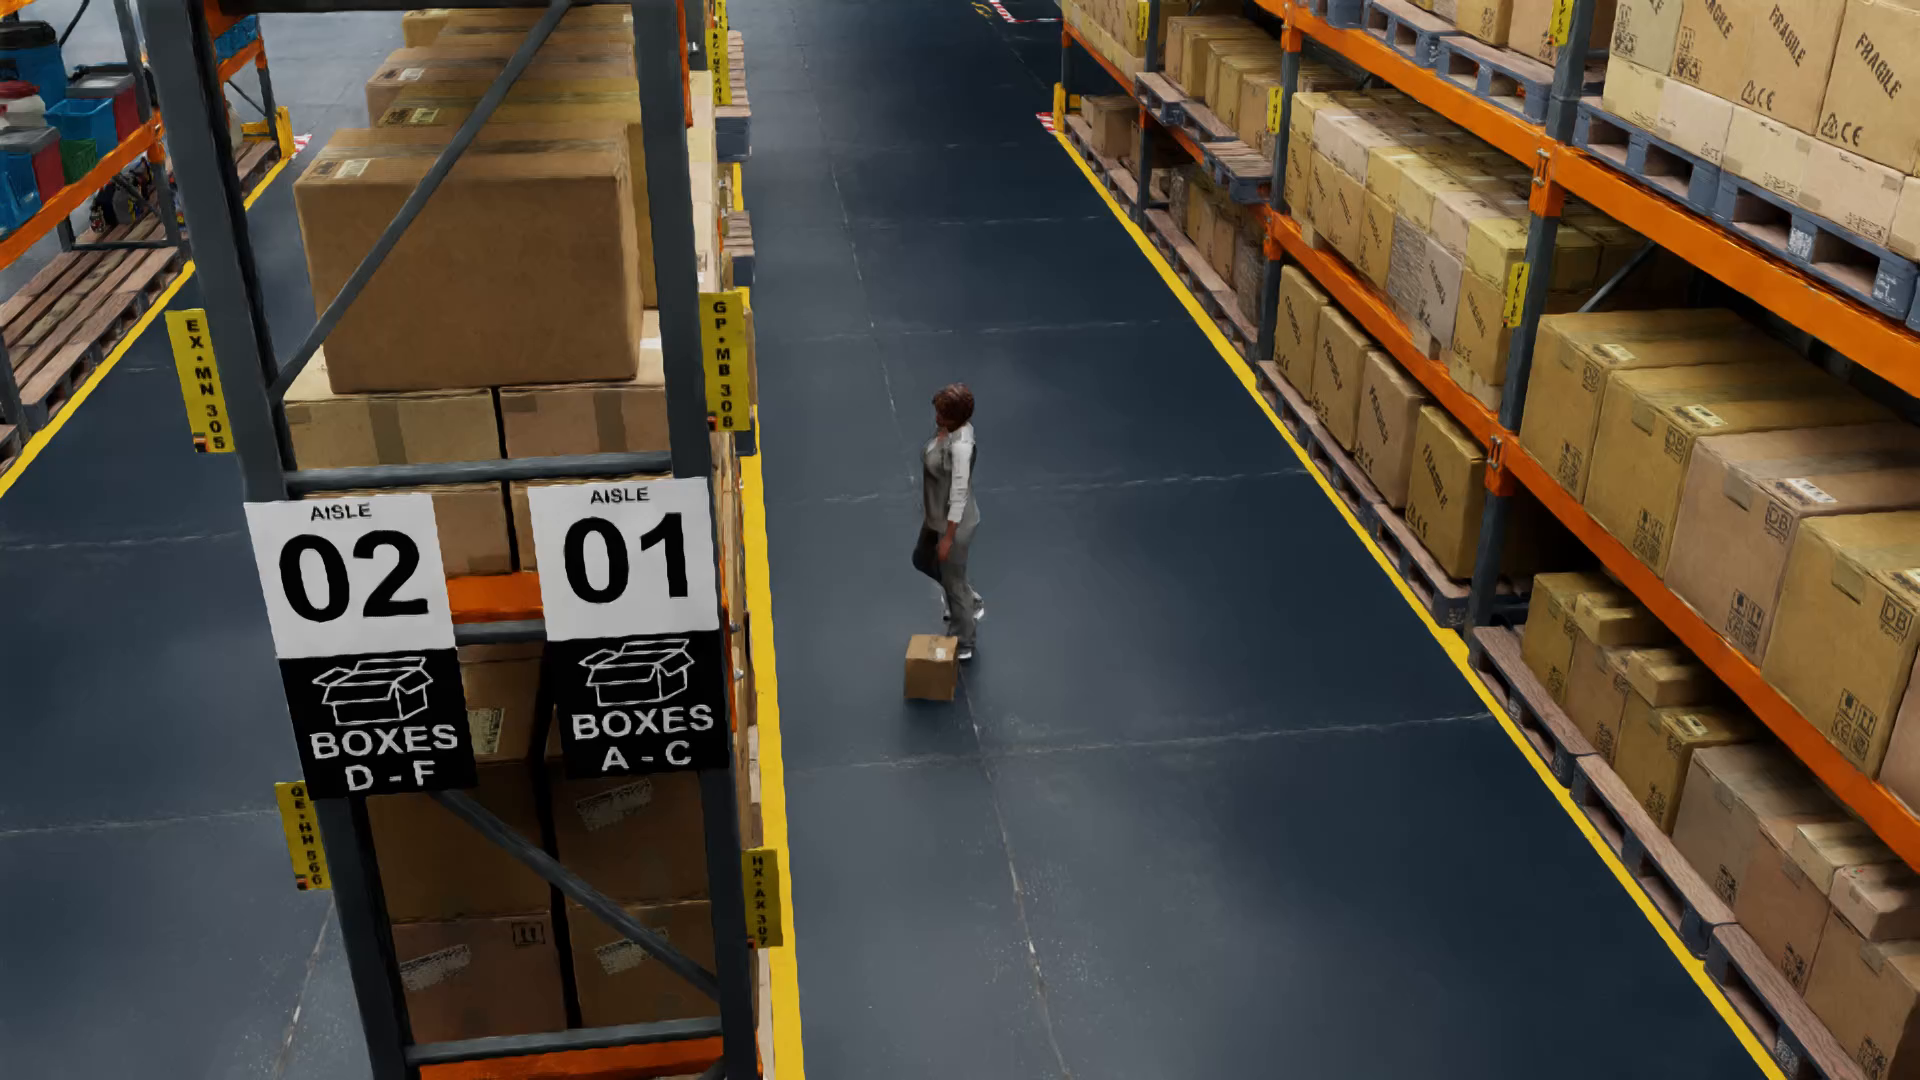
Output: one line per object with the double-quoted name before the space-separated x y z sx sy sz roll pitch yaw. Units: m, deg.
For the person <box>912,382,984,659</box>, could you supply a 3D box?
"person" -0.052 -0.090 8.821 0.401 1.582 0.511 -2 28 -4
